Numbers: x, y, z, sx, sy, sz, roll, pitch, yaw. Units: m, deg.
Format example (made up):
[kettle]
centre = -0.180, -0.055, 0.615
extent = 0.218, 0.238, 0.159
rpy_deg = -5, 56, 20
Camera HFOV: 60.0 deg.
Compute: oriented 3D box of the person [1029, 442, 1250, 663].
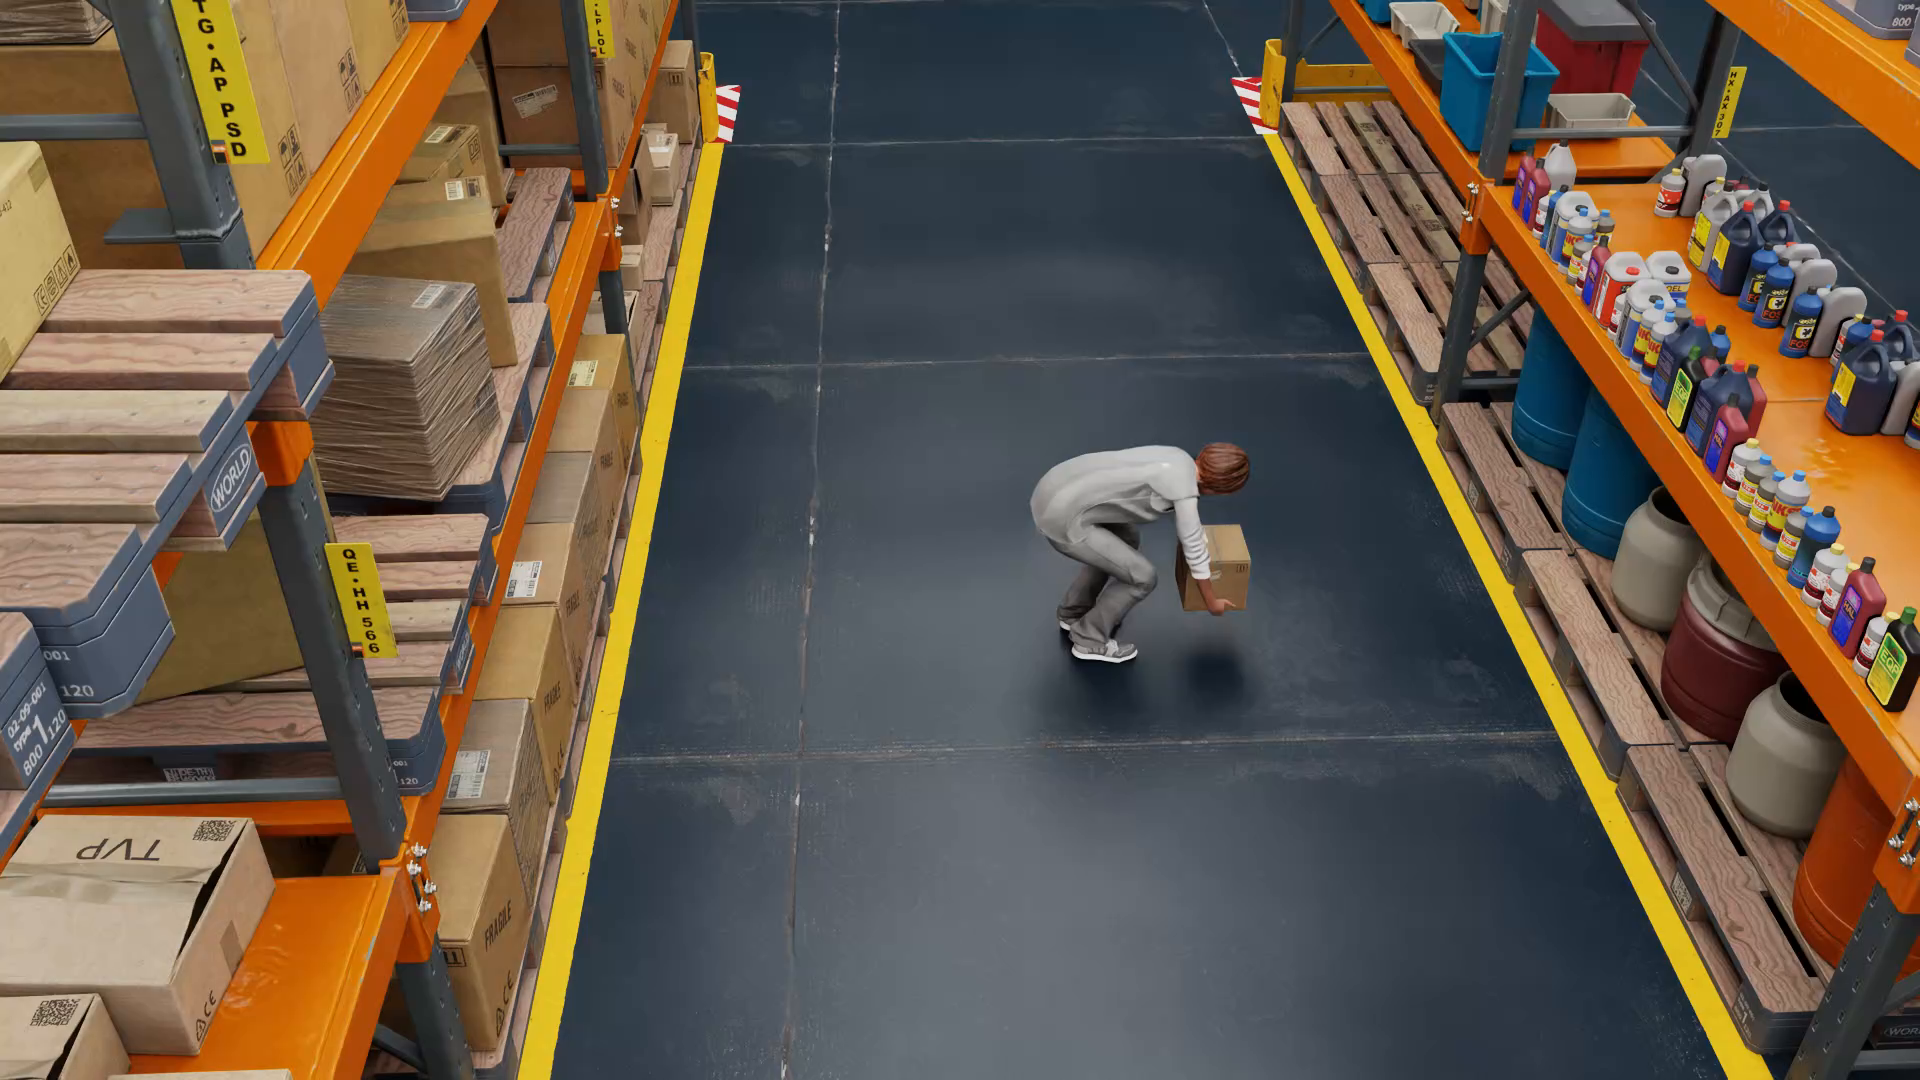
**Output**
[person]
centre = 0.704, 0.035, 6.672
extent = 0.863, 0.938, 0.421
rpy_deg = -3, 36, -4
